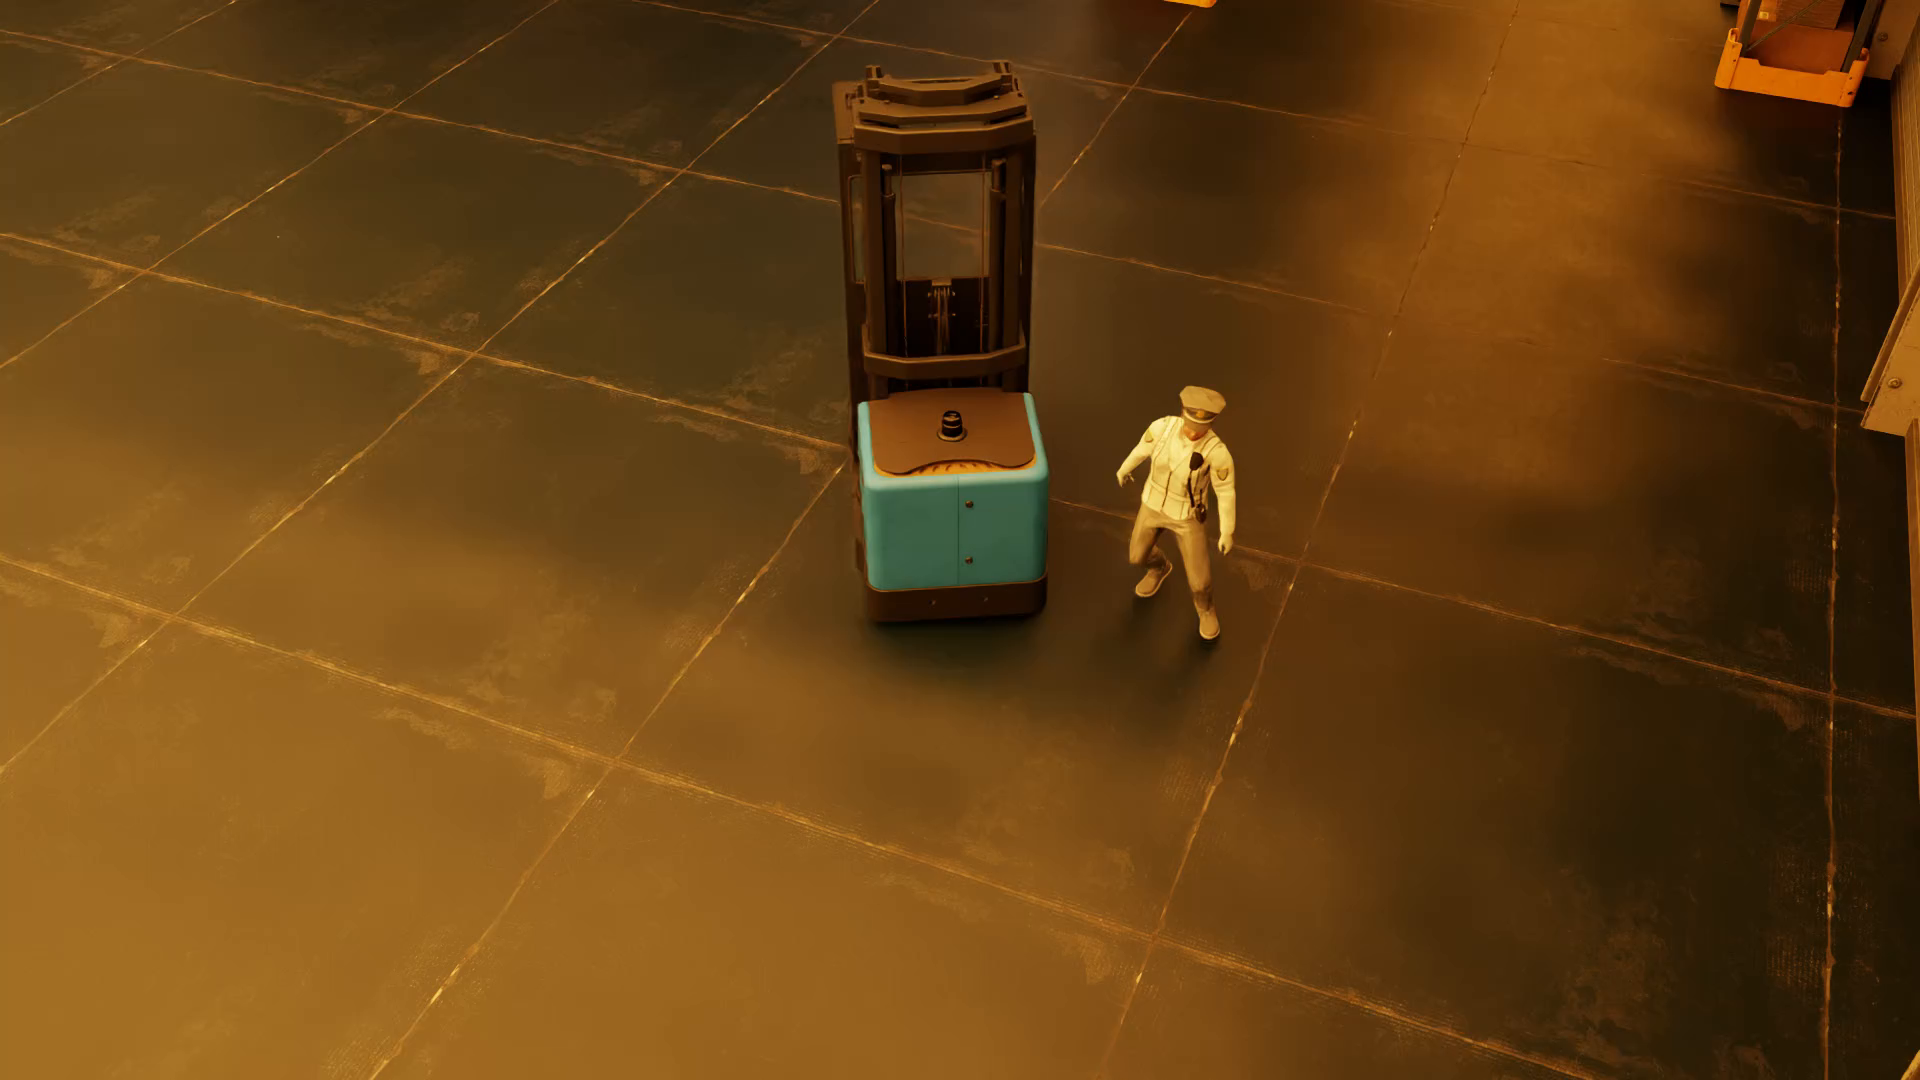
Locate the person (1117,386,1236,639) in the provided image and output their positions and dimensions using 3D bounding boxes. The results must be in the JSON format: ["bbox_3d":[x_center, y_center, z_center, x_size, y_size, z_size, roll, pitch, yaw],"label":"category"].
[{"bbox_3d":[1.210,-0.233,9.288,0.790,1.590,0.456,26,46,27],"label":"person"}]

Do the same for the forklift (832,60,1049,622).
[{"bbox_3d":[-0.153,-1.585,9.900,1.130,2.935,3.031,-4,40,-4],"label":"forklift"}]
